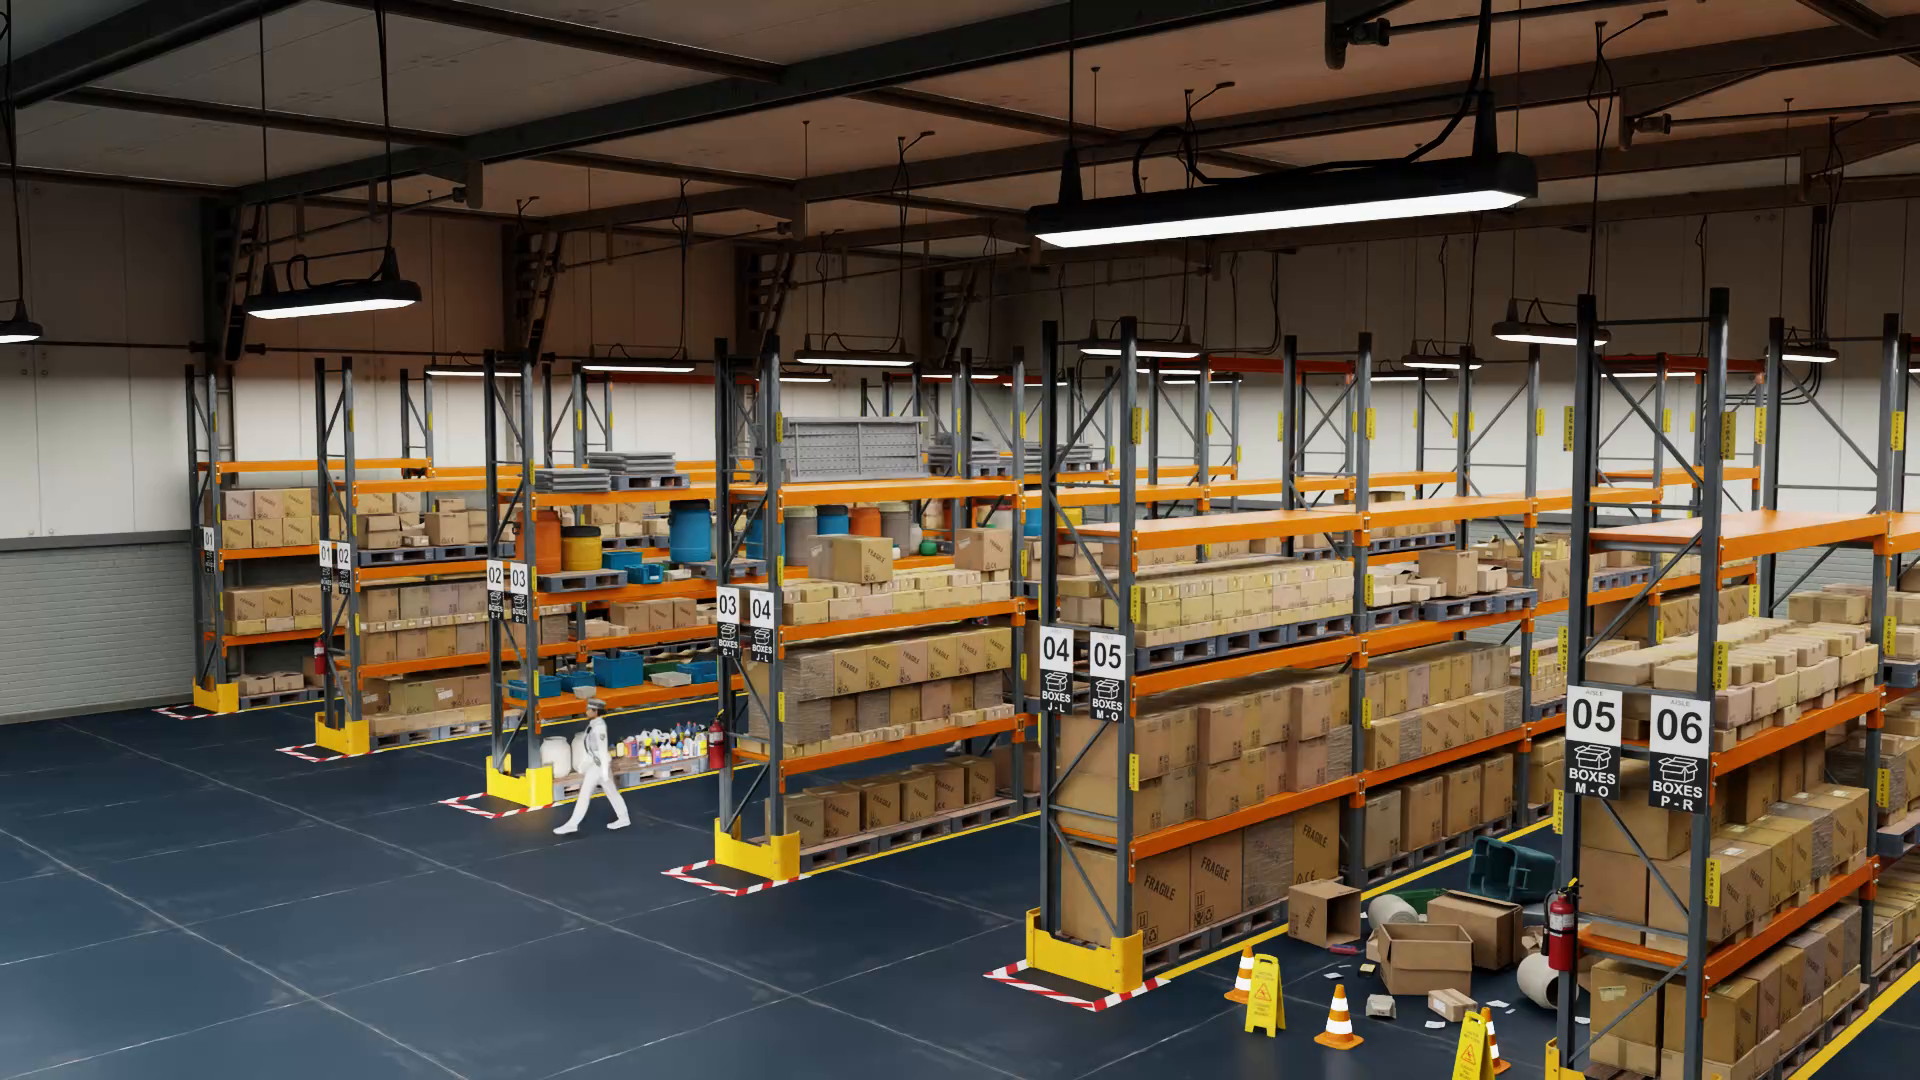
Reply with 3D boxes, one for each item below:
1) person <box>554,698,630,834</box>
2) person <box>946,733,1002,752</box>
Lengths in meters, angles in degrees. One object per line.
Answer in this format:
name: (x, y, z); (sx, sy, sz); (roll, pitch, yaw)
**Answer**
person: (-4.531, 2.756, 20.450); (0.917, 1.637, 0.525); (-1, 4, -12)
person: (0.217, 2.408, 25.190); (0.940, 1.611, 0.501); (-3, 5, -35)
